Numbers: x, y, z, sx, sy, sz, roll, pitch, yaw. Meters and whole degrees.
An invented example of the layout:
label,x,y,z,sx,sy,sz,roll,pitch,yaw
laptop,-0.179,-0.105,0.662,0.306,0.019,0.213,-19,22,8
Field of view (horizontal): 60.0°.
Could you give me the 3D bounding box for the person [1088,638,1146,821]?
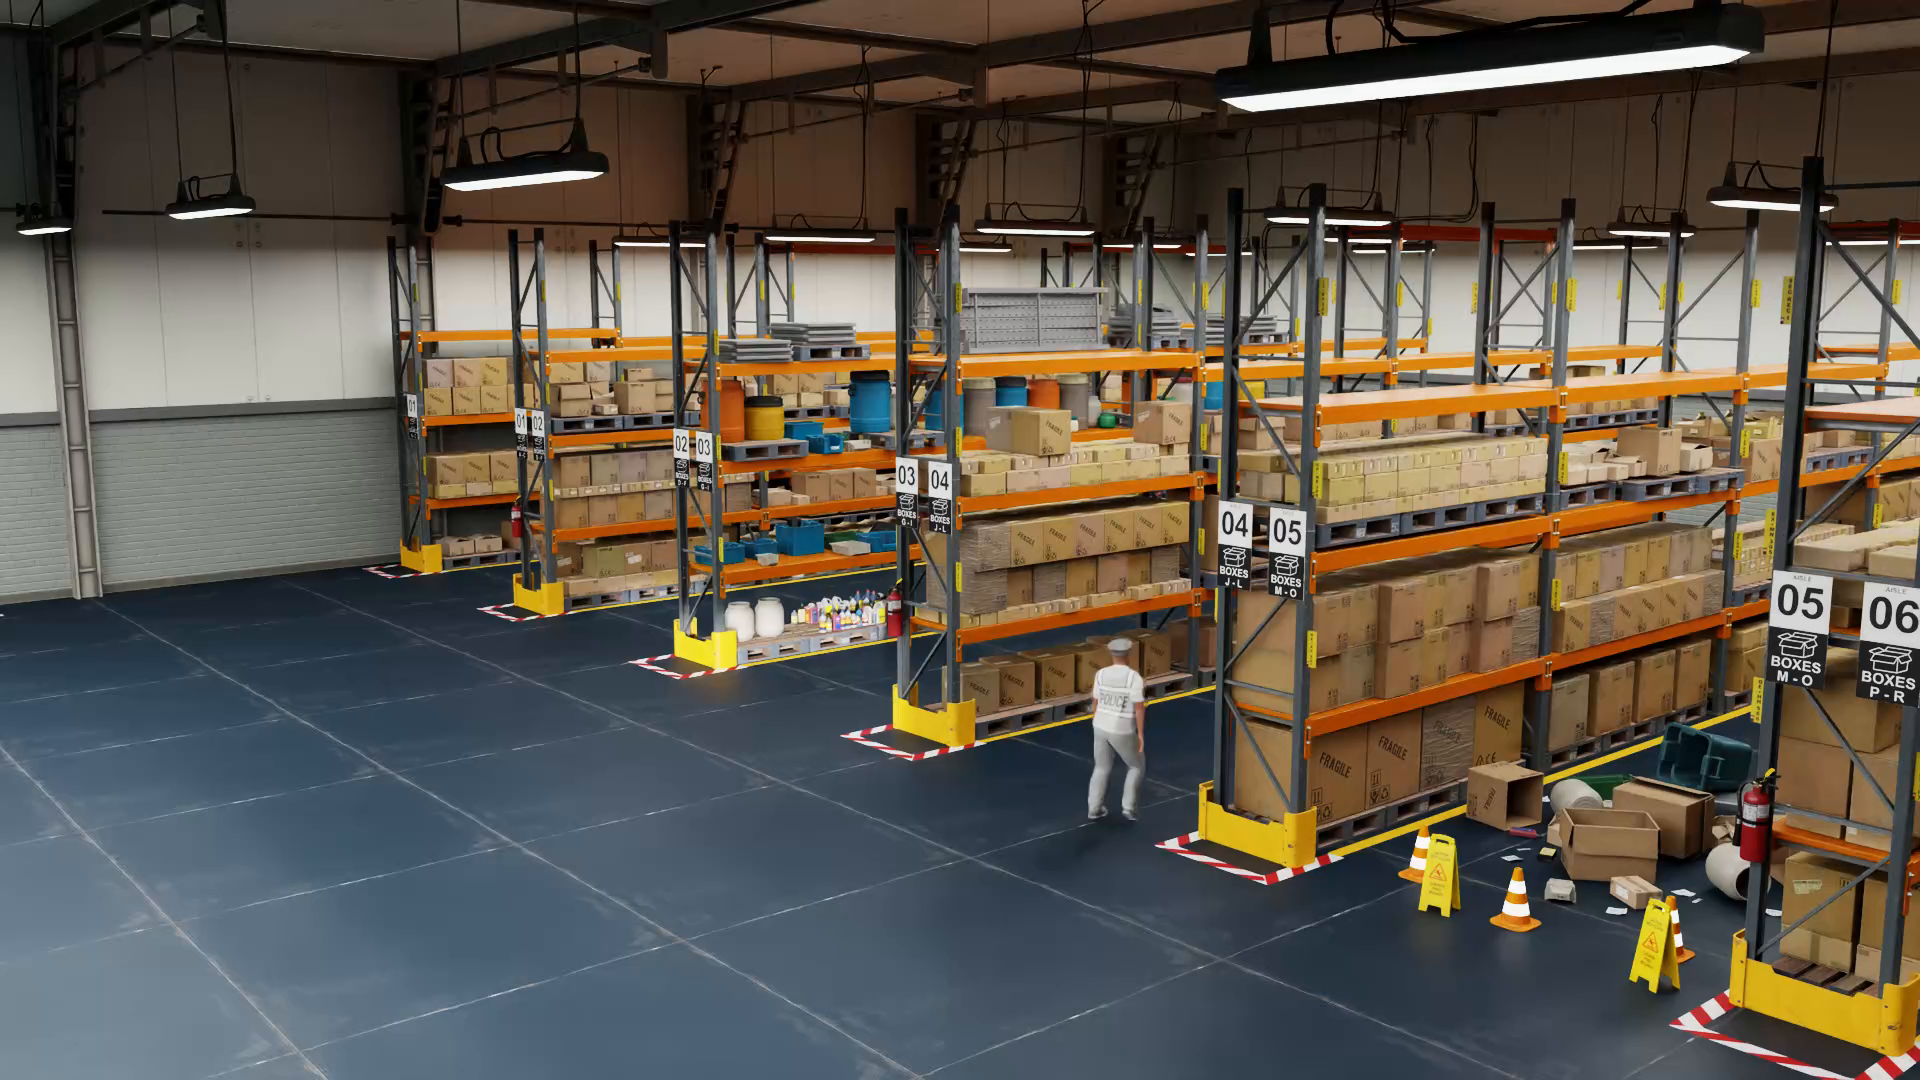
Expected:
label,x,y,z,sx,sy,sz,roll,pitch,yaw
person,1.512,1.885,16.053,0.558,1.843,0.647,-8,12,-42
